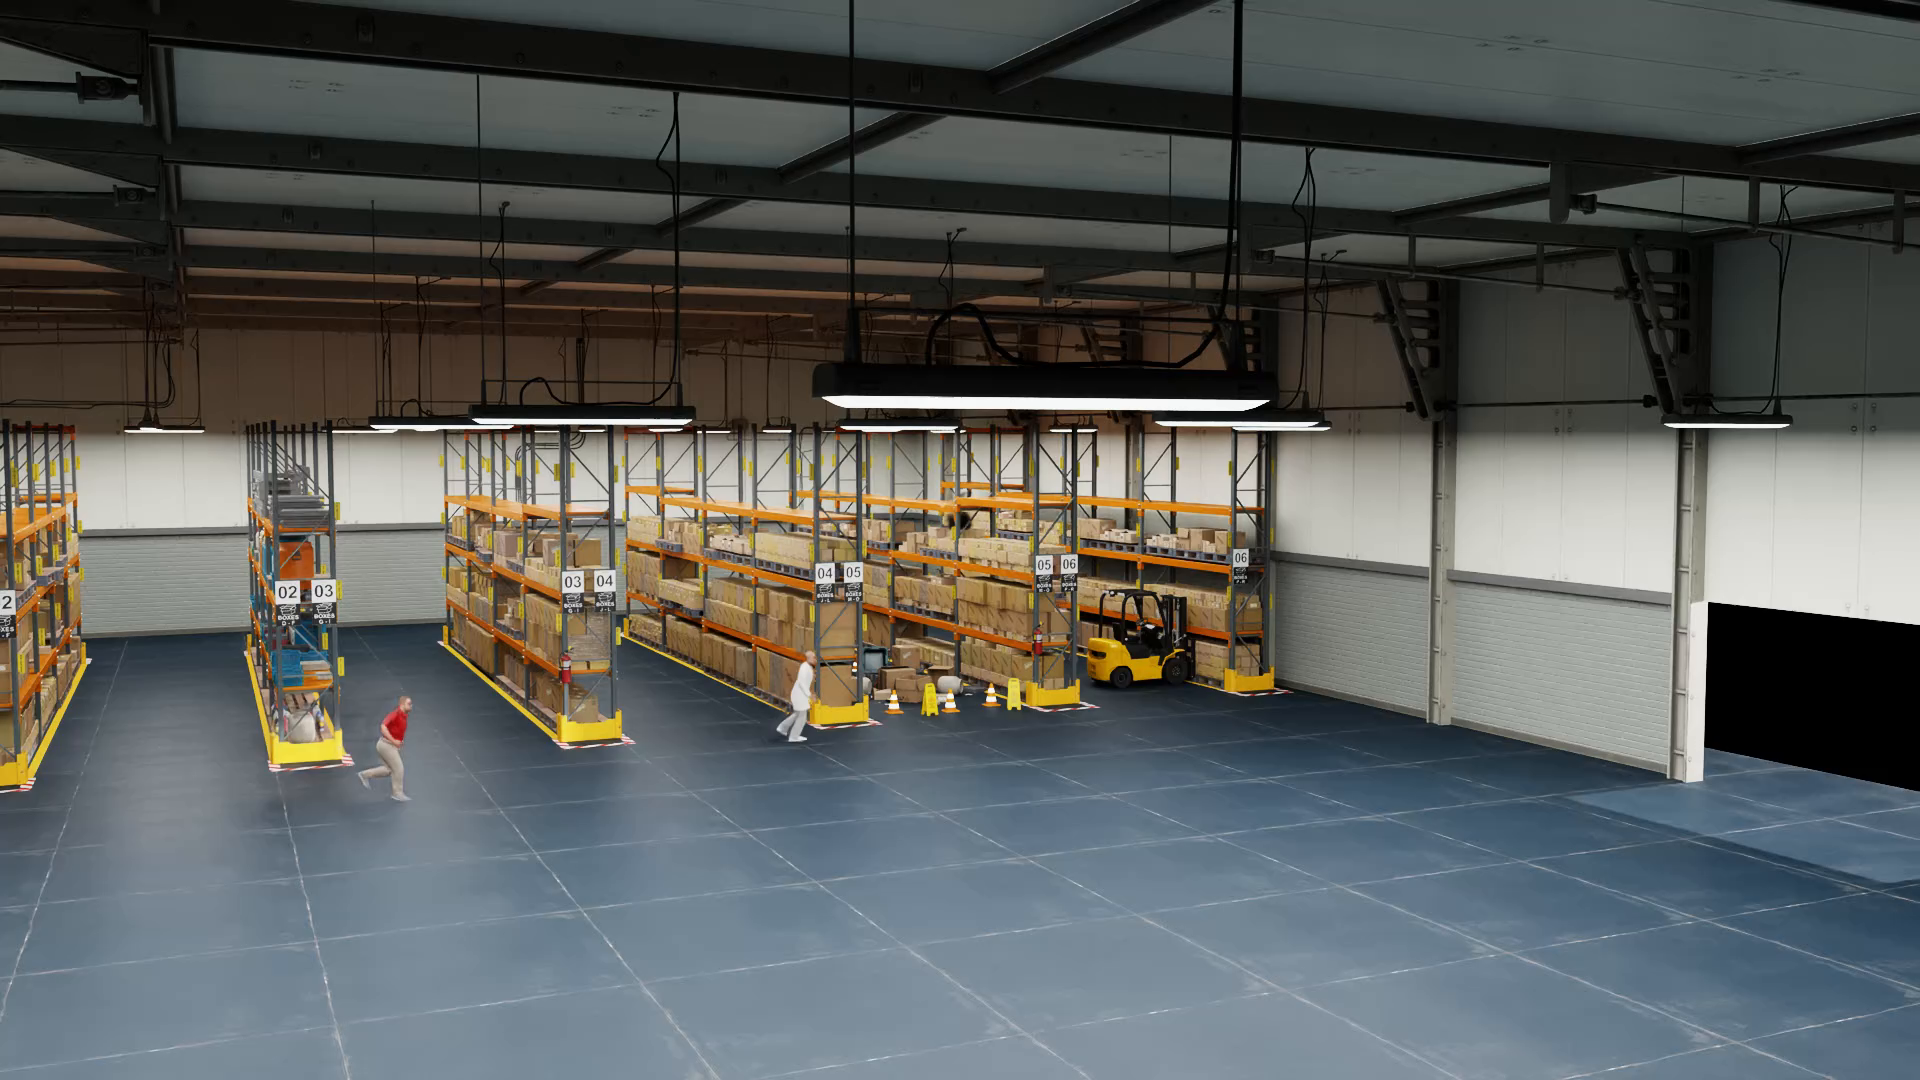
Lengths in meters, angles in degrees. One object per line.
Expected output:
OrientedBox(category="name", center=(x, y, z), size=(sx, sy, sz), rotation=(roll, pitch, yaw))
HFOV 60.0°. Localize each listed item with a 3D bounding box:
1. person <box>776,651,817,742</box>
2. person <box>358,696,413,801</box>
OrientedBox(category="person", center=(-3.058, 2.922, 31.097), size=(0.778, 1.705, 0.691), rotation=(0, 4, -2))
OrientedBox(category="person", center=(-9.036, 3.290, 26.102), size=(0.899, 1.688, 0.662), rotation=(0, 4, 4))
